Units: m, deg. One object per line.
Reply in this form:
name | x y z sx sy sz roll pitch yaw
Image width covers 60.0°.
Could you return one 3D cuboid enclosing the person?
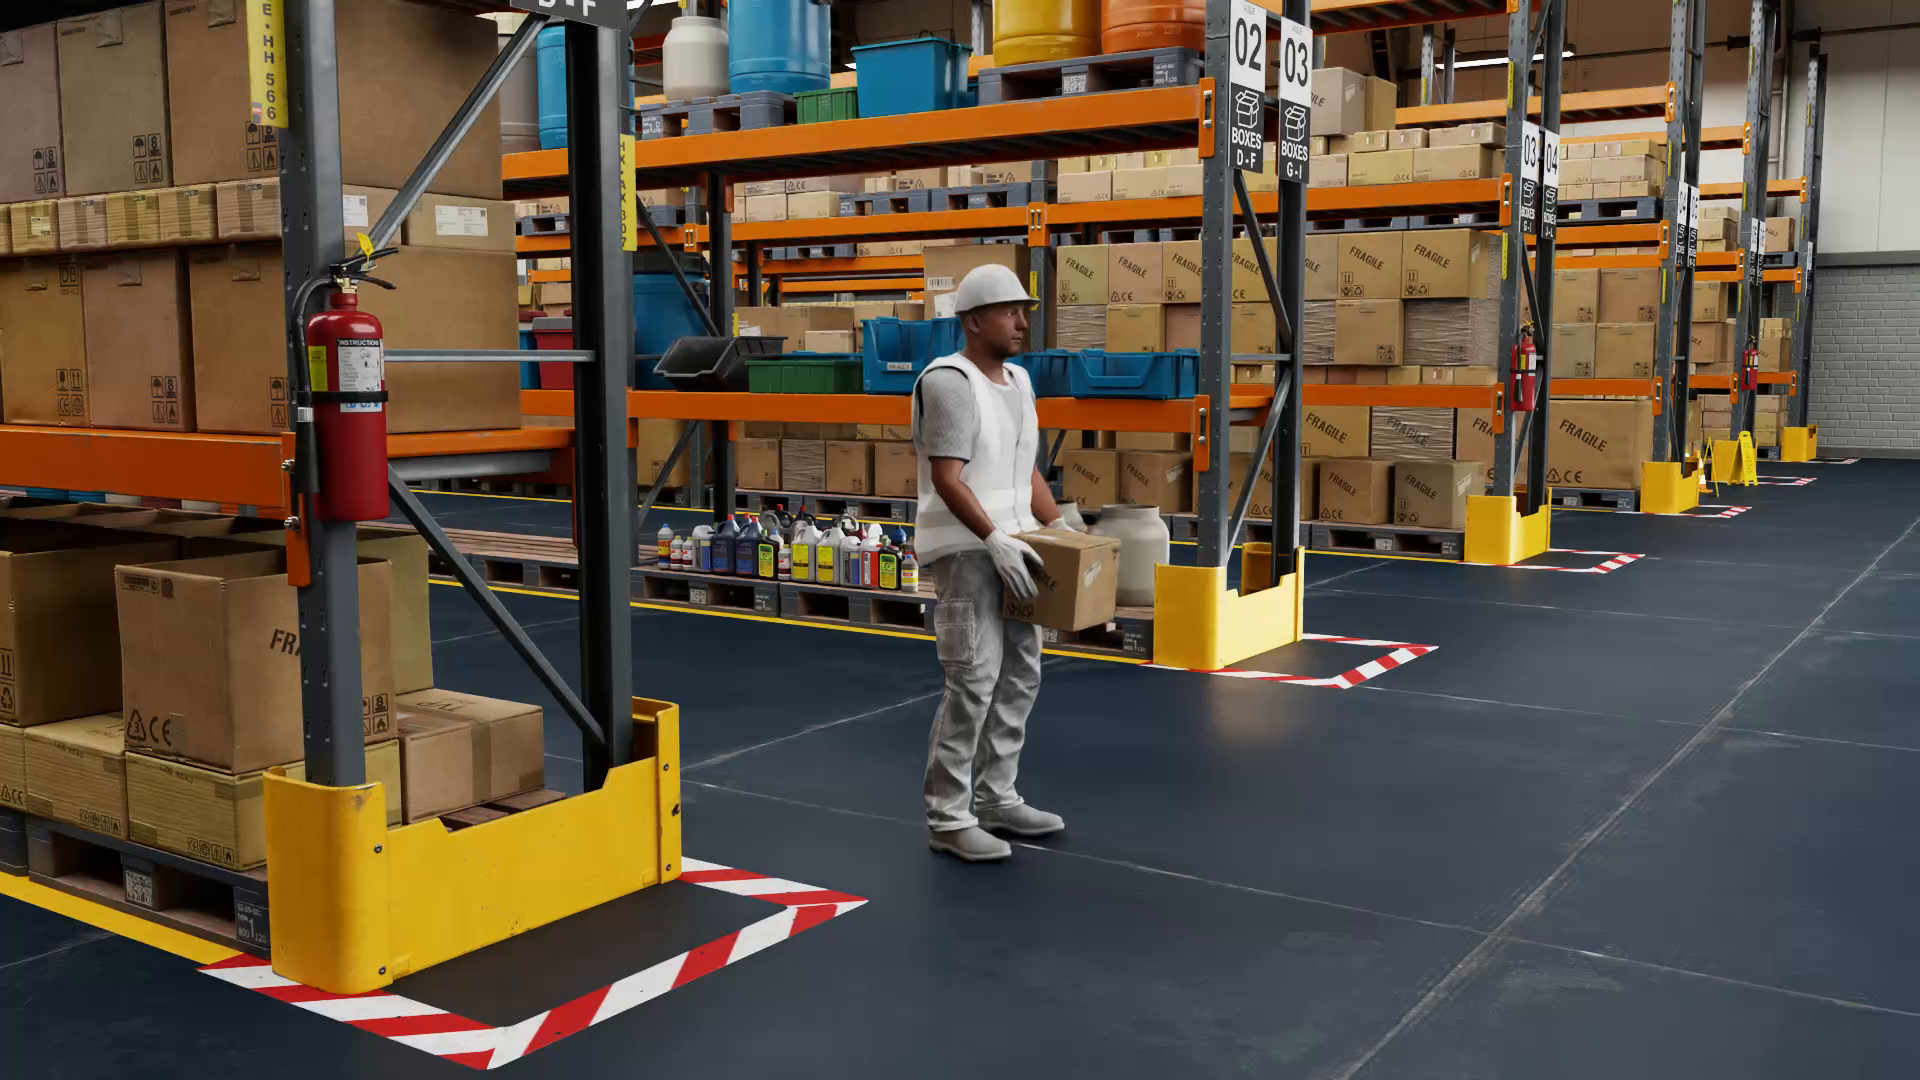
person | 0.119 0.054 5.117 0.483 1.788 0.552 4 7 33
